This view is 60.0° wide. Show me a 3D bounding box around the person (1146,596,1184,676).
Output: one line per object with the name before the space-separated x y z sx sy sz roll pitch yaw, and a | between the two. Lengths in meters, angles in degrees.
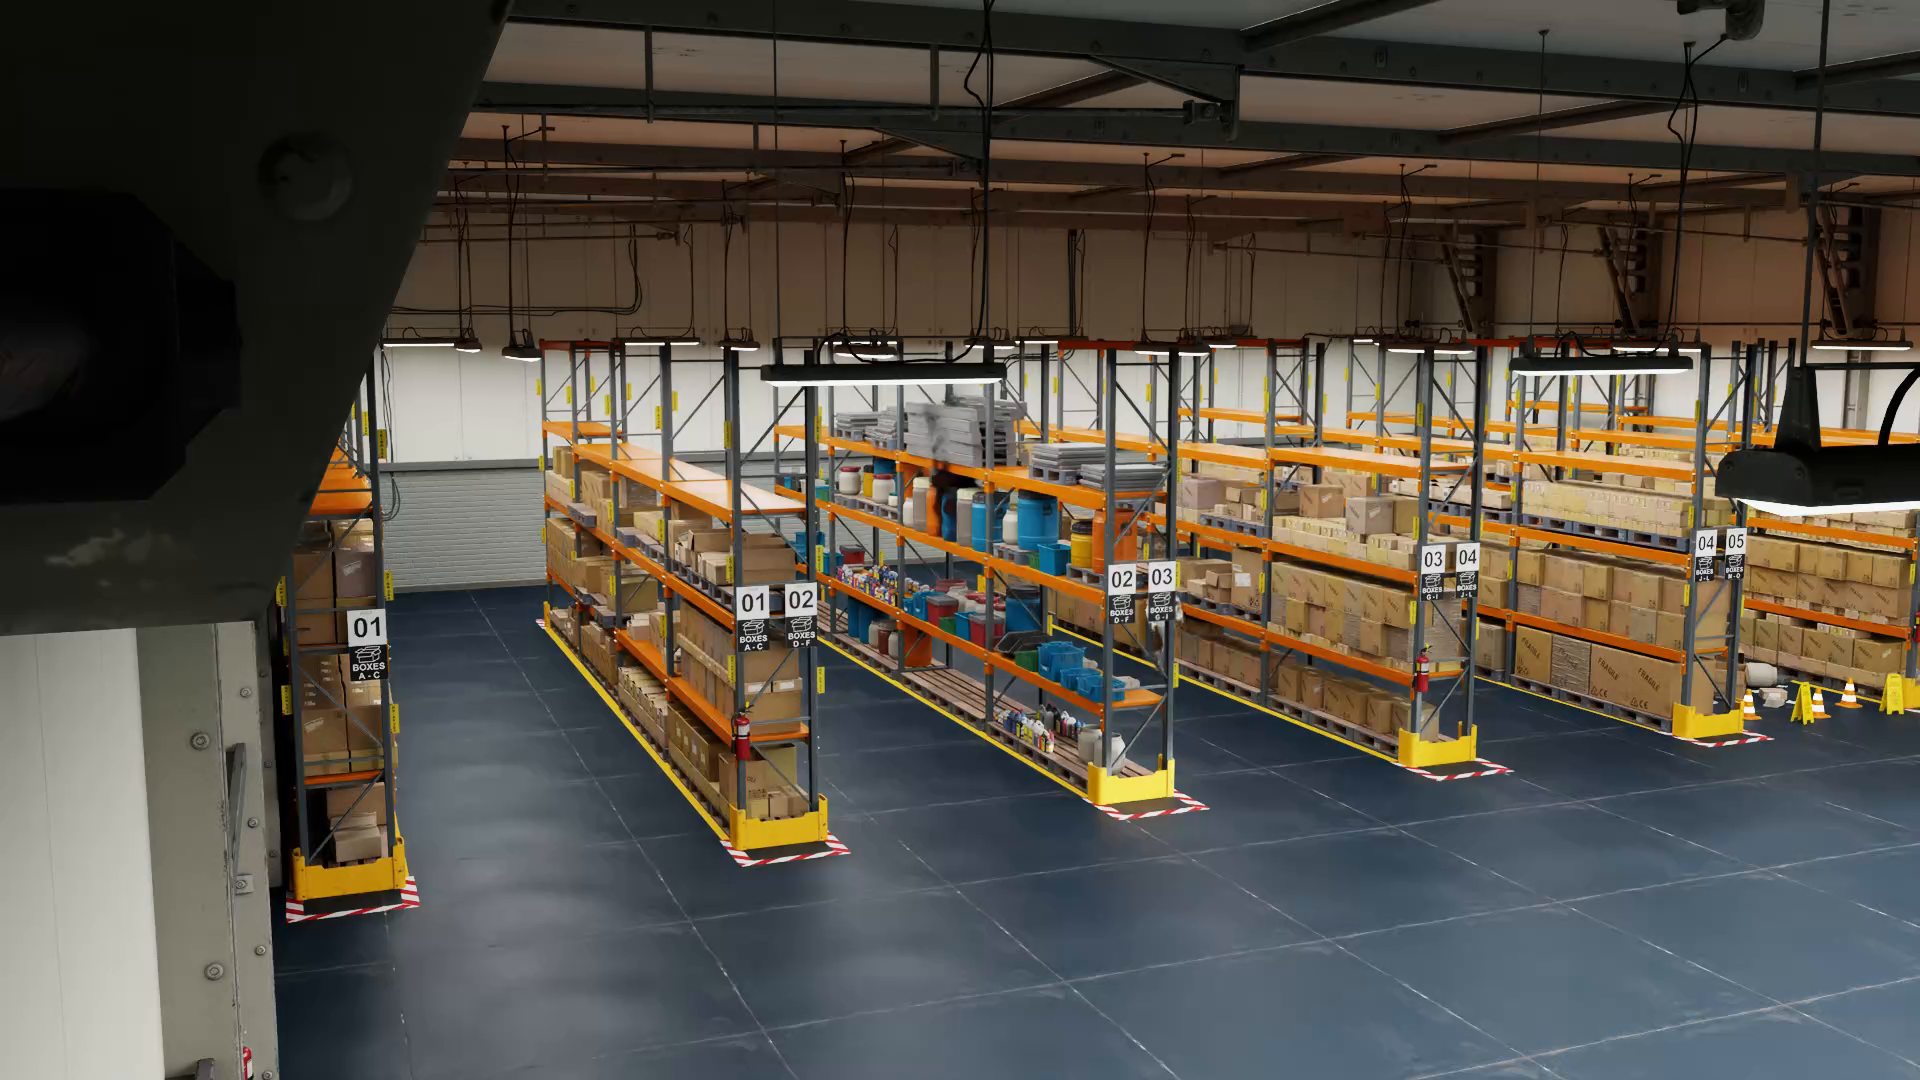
person | 3.570 1.513 28.526 0.583 1.690 0.695 -4 9 -29
